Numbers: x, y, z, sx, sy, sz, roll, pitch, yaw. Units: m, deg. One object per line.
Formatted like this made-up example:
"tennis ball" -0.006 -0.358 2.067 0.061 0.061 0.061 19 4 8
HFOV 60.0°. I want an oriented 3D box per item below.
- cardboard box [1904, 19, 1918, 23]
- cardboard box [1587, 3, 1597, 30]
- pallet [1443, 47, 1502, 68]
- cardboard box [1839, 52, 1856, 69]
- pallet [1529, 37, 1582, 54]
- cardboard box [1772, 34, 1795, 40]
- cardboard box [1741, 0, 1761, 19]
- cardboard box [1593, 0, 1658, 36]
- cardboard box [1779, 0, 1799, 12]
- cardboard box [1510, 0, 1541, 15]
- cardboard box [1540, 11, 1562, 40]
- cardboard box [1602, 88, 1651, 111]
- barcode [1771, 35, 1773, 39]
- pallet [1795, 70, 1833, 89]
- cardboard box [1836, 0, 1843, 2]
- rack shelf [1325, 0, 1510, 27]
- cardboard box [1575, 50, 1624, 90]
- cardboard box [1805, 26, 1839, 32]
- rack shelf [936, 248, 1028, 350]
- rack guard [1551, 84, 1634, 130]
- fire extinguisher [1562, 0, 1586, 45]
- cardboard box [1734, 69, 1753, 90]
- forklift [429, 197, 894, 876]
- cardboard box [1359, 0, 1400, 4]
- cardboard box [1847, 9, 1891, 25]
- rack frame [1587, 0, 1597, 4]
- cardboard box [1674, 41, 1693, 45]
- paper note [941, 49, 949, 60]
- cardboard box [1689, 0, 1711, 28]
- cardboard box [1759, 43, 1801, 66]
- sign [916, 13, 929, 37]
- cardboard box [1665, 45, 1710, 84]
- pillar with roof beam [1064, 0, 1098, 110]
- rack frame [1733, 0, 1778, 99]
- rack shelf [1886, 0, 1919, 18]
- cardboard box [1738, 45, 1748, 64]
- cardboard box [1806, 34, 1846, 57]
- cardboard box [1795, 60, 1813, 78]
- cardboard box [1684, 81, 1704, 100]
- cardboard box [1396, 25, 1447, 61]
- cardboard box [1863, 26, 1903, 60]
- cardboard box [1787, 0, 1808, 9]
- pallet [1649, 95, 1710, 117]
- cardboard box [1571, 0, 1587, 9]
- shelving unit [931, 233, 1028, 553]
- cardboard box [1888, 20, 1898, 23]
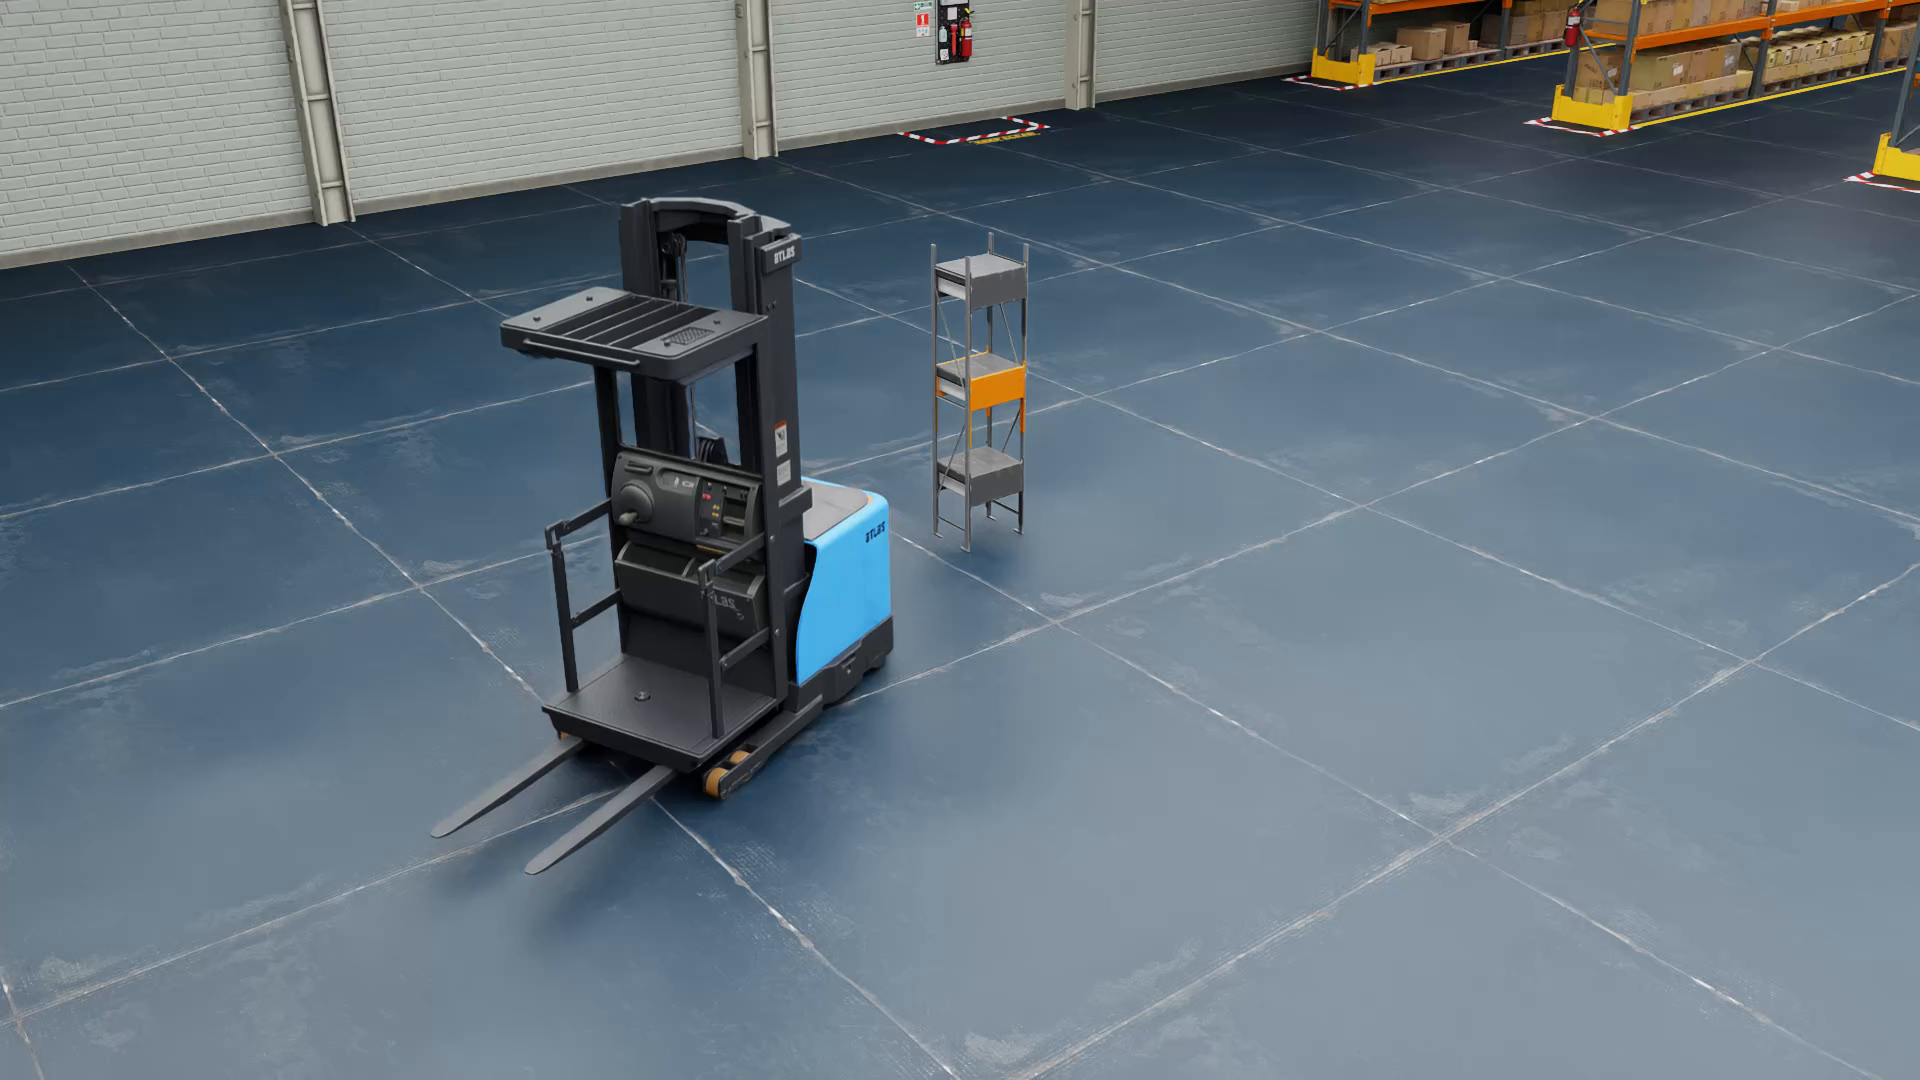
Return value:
"cardboard box" 17.728 -9.338 30.754 0.500 0.500 0.500 -19 31 -36
"cardboard box" 12.385 -10.346 32.927 0.500 0.500 0.700 -18 30 -33
"pallet" 9.265 -8.995 30.881 1.213 0.211 1.003 -18 31 -34
"cardboard box" 15.313 -8.436 29.131 0.500 0.250 0.500 -19 31 -35
"pallet" 11.345 -9.702 32.405 1.213 0.211 1.003 -18 31 -34
"cardboard box" 14.171 -8.599 28.817 0.500 0.311 0.500 -19 31 -35
"cardboard box" 12.487 -8.734 26.887 0.500 0.500 0.700 -19 31 -35
"cardboard box" 10.059 -7.929 25.153 0.500 0.500 0.700 -18 31 -34
"cardboard box" 13.655 -8.854 27.564 0.250 0.149 0.380 -18 31 -34
"cardboard box" 10.686 -10.164 31.643 0.500 0.250 0.500 -19 31 -35
"cardboard box" 11.143 -9.978 32.134 0.500 0.500 0.700 -18 30 -33
"cardboard box" 10.243 -6.776 25.554 0.500 0.250 0.500 -18 31 -34
"barcode" 13.290 -8.235 27.238 0.075 0.075 0.001 -18 31 -34
"pallet" 14.348 -8.064 28.875 1.213 0.211 1.003 -18 31 -34
"cardboard box" 15.011 -9.381 28.699 0.250 0.149 0.380 -16 29 -30
"rack shelf" 8.198 -9.600 29.727 4.000 0.370 1.077 -18 31 -34
"cardboard box" 9.923 -7.288 25.767 0.500 0.500 0.500 -18 31 -34
"cardboard box" 15.386 -9.004 29.689 0.500 0.311 0.500 -17 30 -32
"rack shelf" 0.130 -1.618 11.112 0.480 0.518 0.431 -18 31 -34
"rack guard" 9.665 -6.627 25.435 0.348 0.500 1.175 -18 31 -34
"fire extinguisher" 9.304 -7.855 25.204 0.183 0.674 0.296 -18 31 -34
"cardboard box" 12.602 -7.556 27.236 0.500 0.250 0.500 -18 31 -34
"forklift" -1.564 -0.176 8.647 1.130 2.935 3.031 13 28 26
"cardboard box" 7.204 -9.369 28.530 0.500 0.250 0.500 -19 31 -35
"cardboard box" 16.612 -9.588 30.401 0.500 0.250 0.500 -17 30 -32
"rack frame" 12.920 -11.485 32.934 0.127 3.000 1.000 -18 31 -34
"cardboard box" 11.487 -7.813 26.897 0.500 0.500 0.500 -18 31 -34
"paper note" -0.230 -7.265 24.886 0.142 0.148 0.016 -18 31 -34
"cardboard box" 11.276 -8.332 26.022 0.500 0.500 0.700 -17 30 -33
"cardboard box" 13.708 -8.157 27.863 0.500 0.311 0.500 -19 31 -35
"sign" -0.547 -7.594 24.507 0.234 0.329 0.001 -18 31 -34
"cardboard box" 11.425 -7.505 26.234 0.500 0.500 0.500 -18 31 -34
"pillar with roof beam" 4.576 -9.612 21.771 0.400 9.000 9.100 -18 31 -34
"rack frame" 12.832 -8.806 27.161 0.127 3.000 1.000 -18 31 -34
"rack shelf" 17.553 -10.038 30.671 4.000 0.370 1.077 -18 31 -34
"cardboard box" 12.974 -8.204 27.965 0.500 0.311 0.500 -18 31 -34
"cardboard box" 14.915 -8.558 28.727 0.500 0.311 0.500 -18 31 -34
"cardboard box" 14.111 -8.040 28.277 0.500 0.250 0.500 -19 31 -36
"cardboard box" 11.425 -7.165 26.392 0.500 0.250 0.500 -18 31 -34
"cardboard box" 8.281 -8.945 29.906 0.500 0.500 0.700 -21 32 -37
"cardboard box" 16.514 -8.934 29.884 0.500 0.500 0.500 -17 30 -32
"cardboard box" 13.861 -9.182 27.853 0.500 0.500 0.500 -16 29 -30
"pallet" 11.219 -7.030 26.646 1.213 0.211 1.003 -18 31 -34
"cardboard box" 11.898 -10.559 32.495 0.500 0.250 0.500 -18 30 -33
"shelving unit" 0.130 -0.995 11.401 0.503 2.100 0.431 -18 31 -34
"cardboard box" 16.978 -9.366 30.814 0.500 0.500 0.500 -20 31 -36
